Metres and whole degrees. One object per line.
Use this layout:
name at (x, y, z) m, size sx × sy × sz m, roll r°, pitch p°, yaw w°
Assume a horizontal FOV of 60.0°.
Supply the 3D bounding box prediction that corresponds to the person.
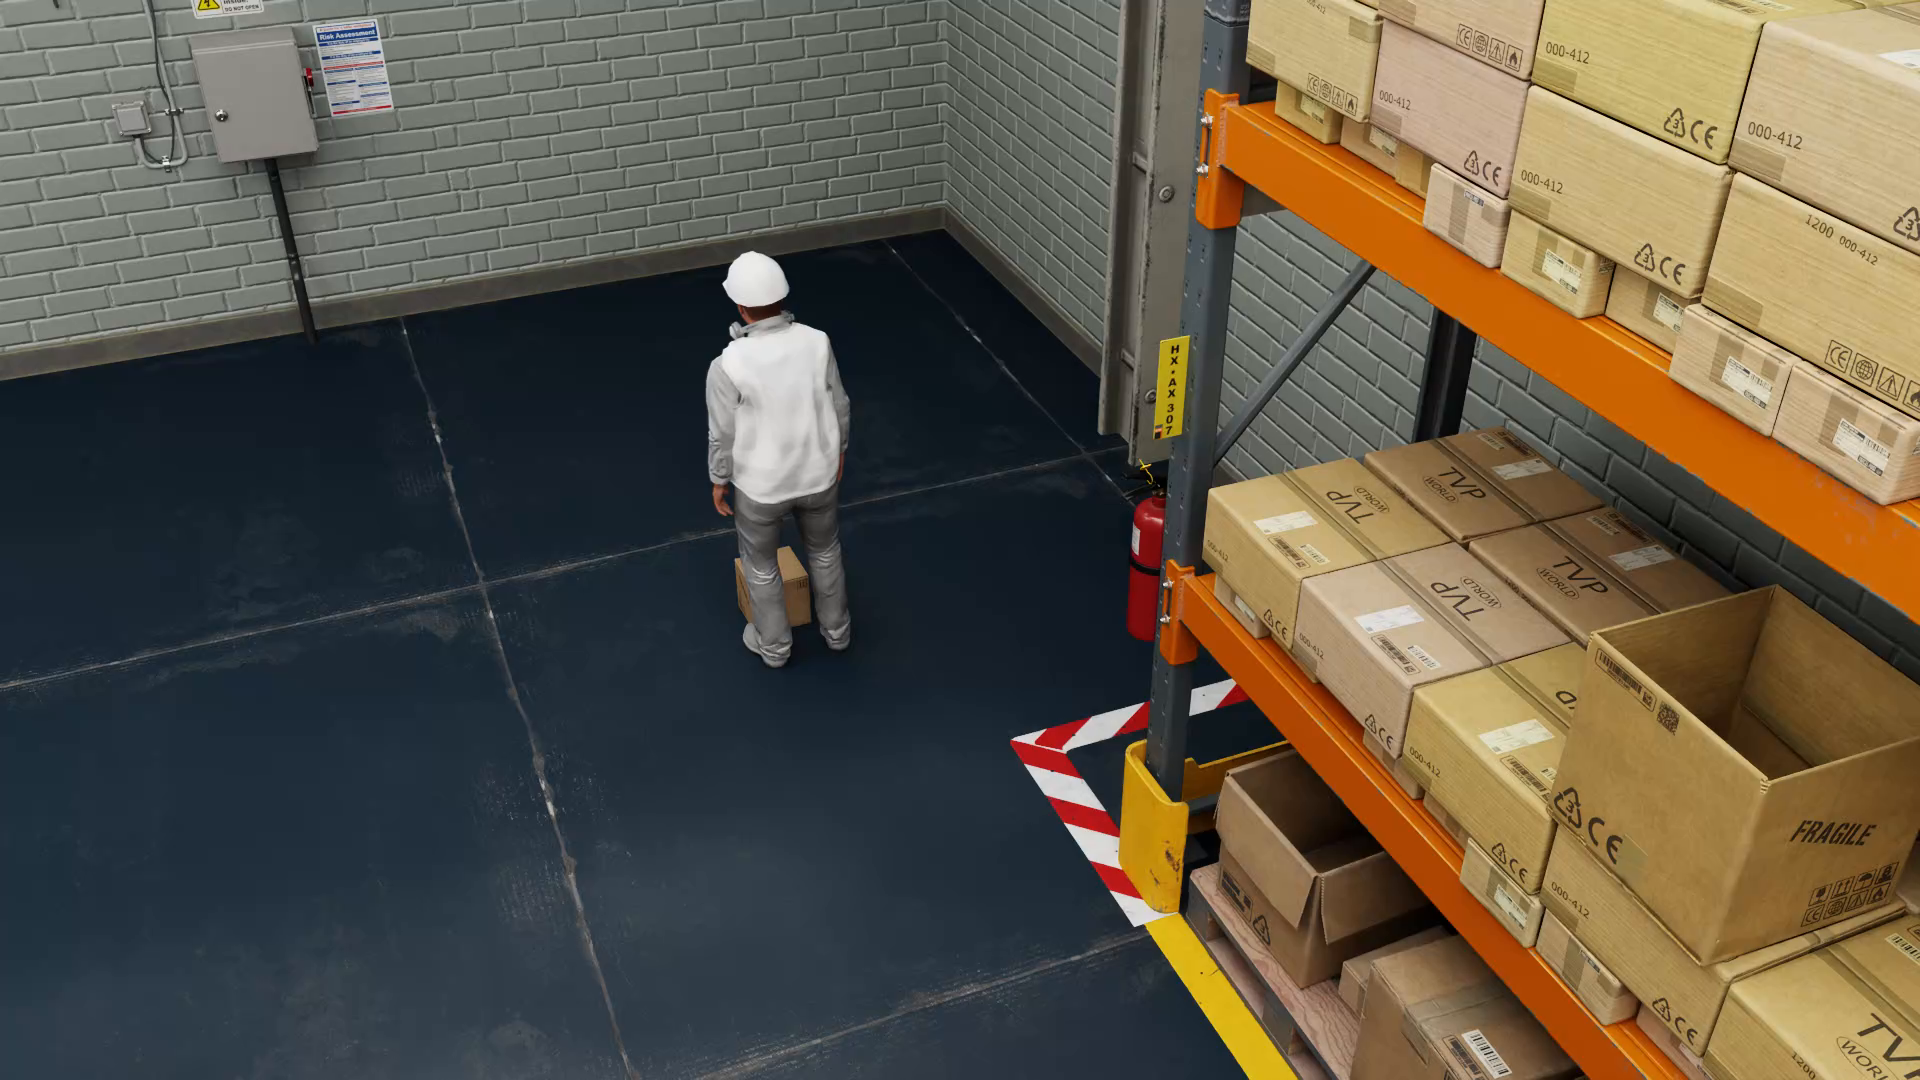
person at (-0.705, -0.284, 6.550) m, size 0.592 × 1.771 × 0.465 m, roll -15°, pitch 36°, yaw -22°
